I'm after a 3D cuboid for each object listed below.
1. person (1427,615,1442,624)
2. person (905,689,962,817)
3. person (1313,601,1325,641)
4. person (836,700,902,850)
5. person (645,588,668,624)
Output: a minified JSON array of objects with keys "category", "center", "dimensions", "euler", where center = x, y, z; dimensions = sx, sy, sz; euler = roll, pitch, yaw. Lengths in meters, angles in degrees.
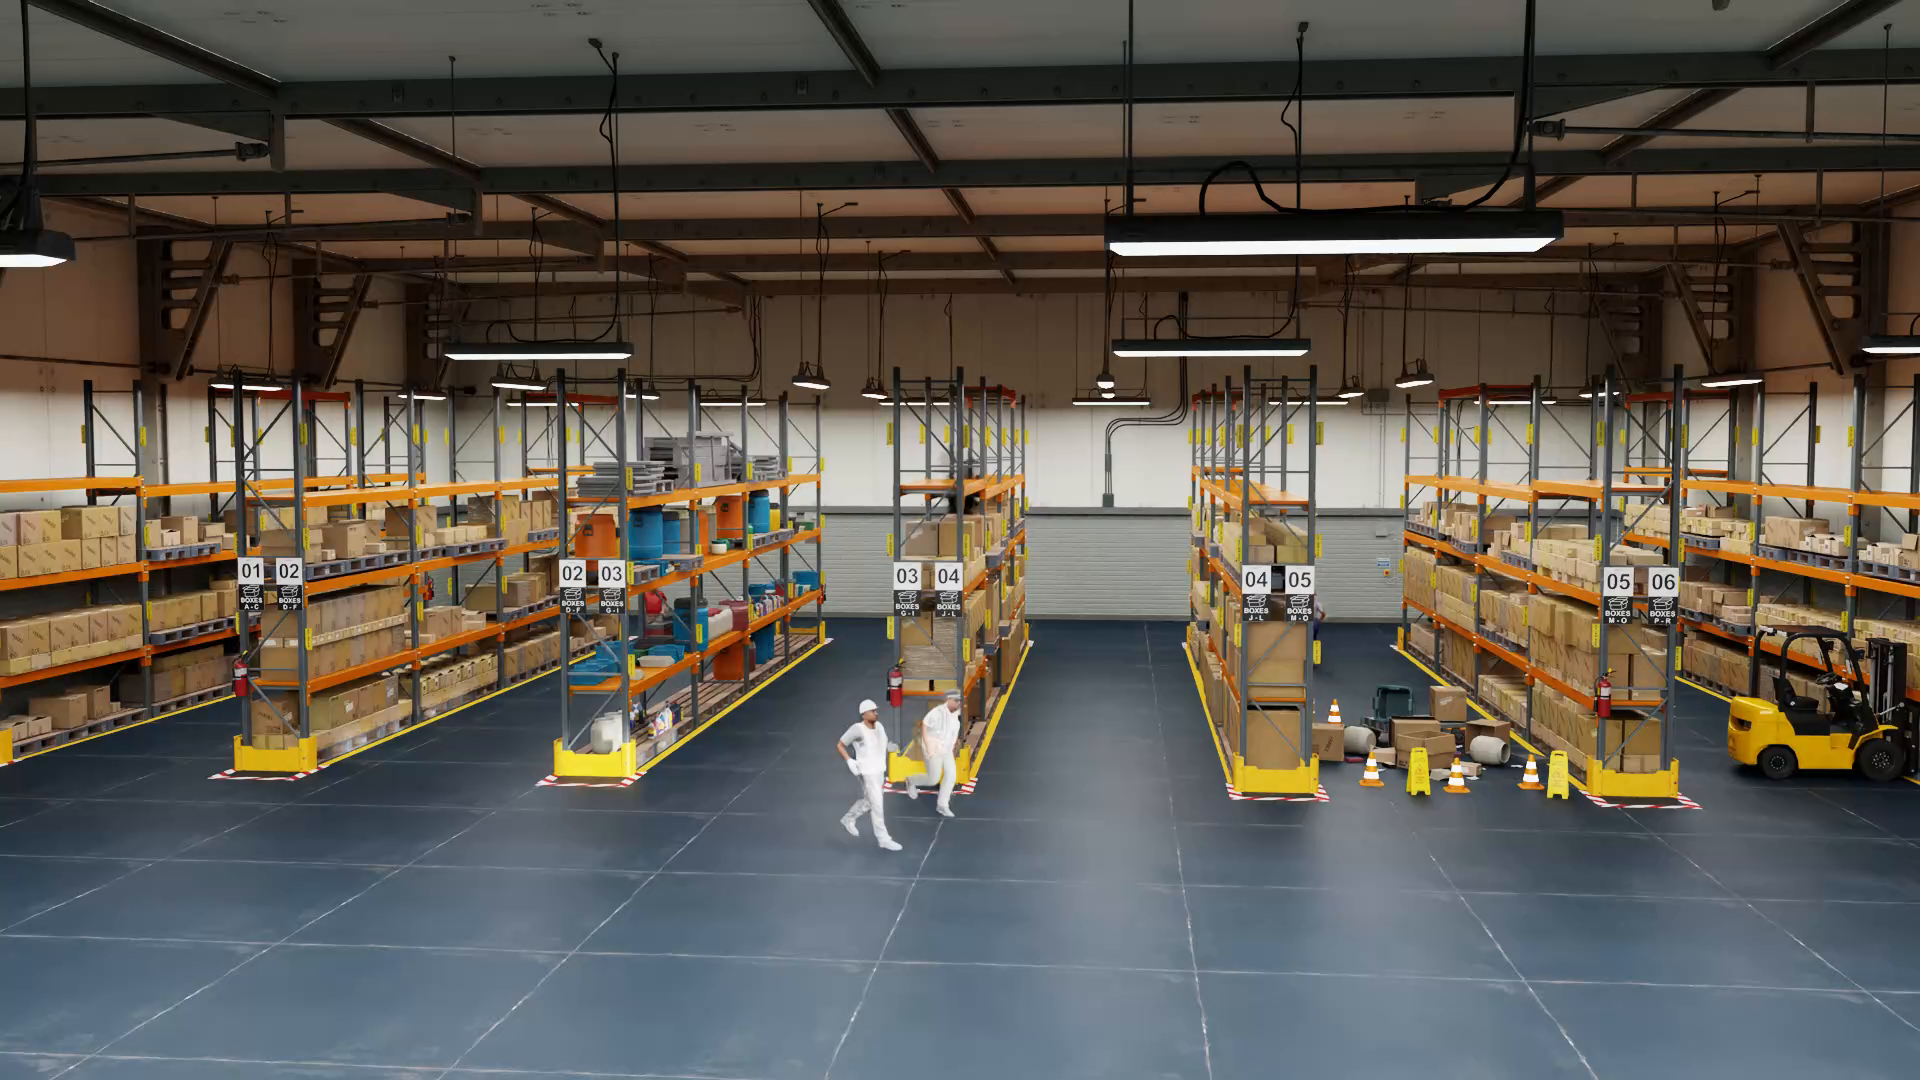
[{"category":"person","center":[11.527,1.631,40.351],"dimensions":[0.735,1.729,0.840],"euler":[-3,5,-40]},{"category":"person","center":[-0.338,2.805,22.190],"dimensions":[0.902,1.724,0.664],"euler":[3,4,36]},{"category":"person","center":[7.765,1.912,36.849],"dimensions":[0.615,1.602,0.727],"euler":[0,4,-1]},{"category":"person","center":[-1.094,2.825,20.234],"dimensions":[1.001,1.766,0.687],"euler":[2,4,32]},{"category":"person","center":[-6.965,1.805,37.801],"dimensions":[0.663,1.721,0.901],"euler":[-1,4,-11]}]
